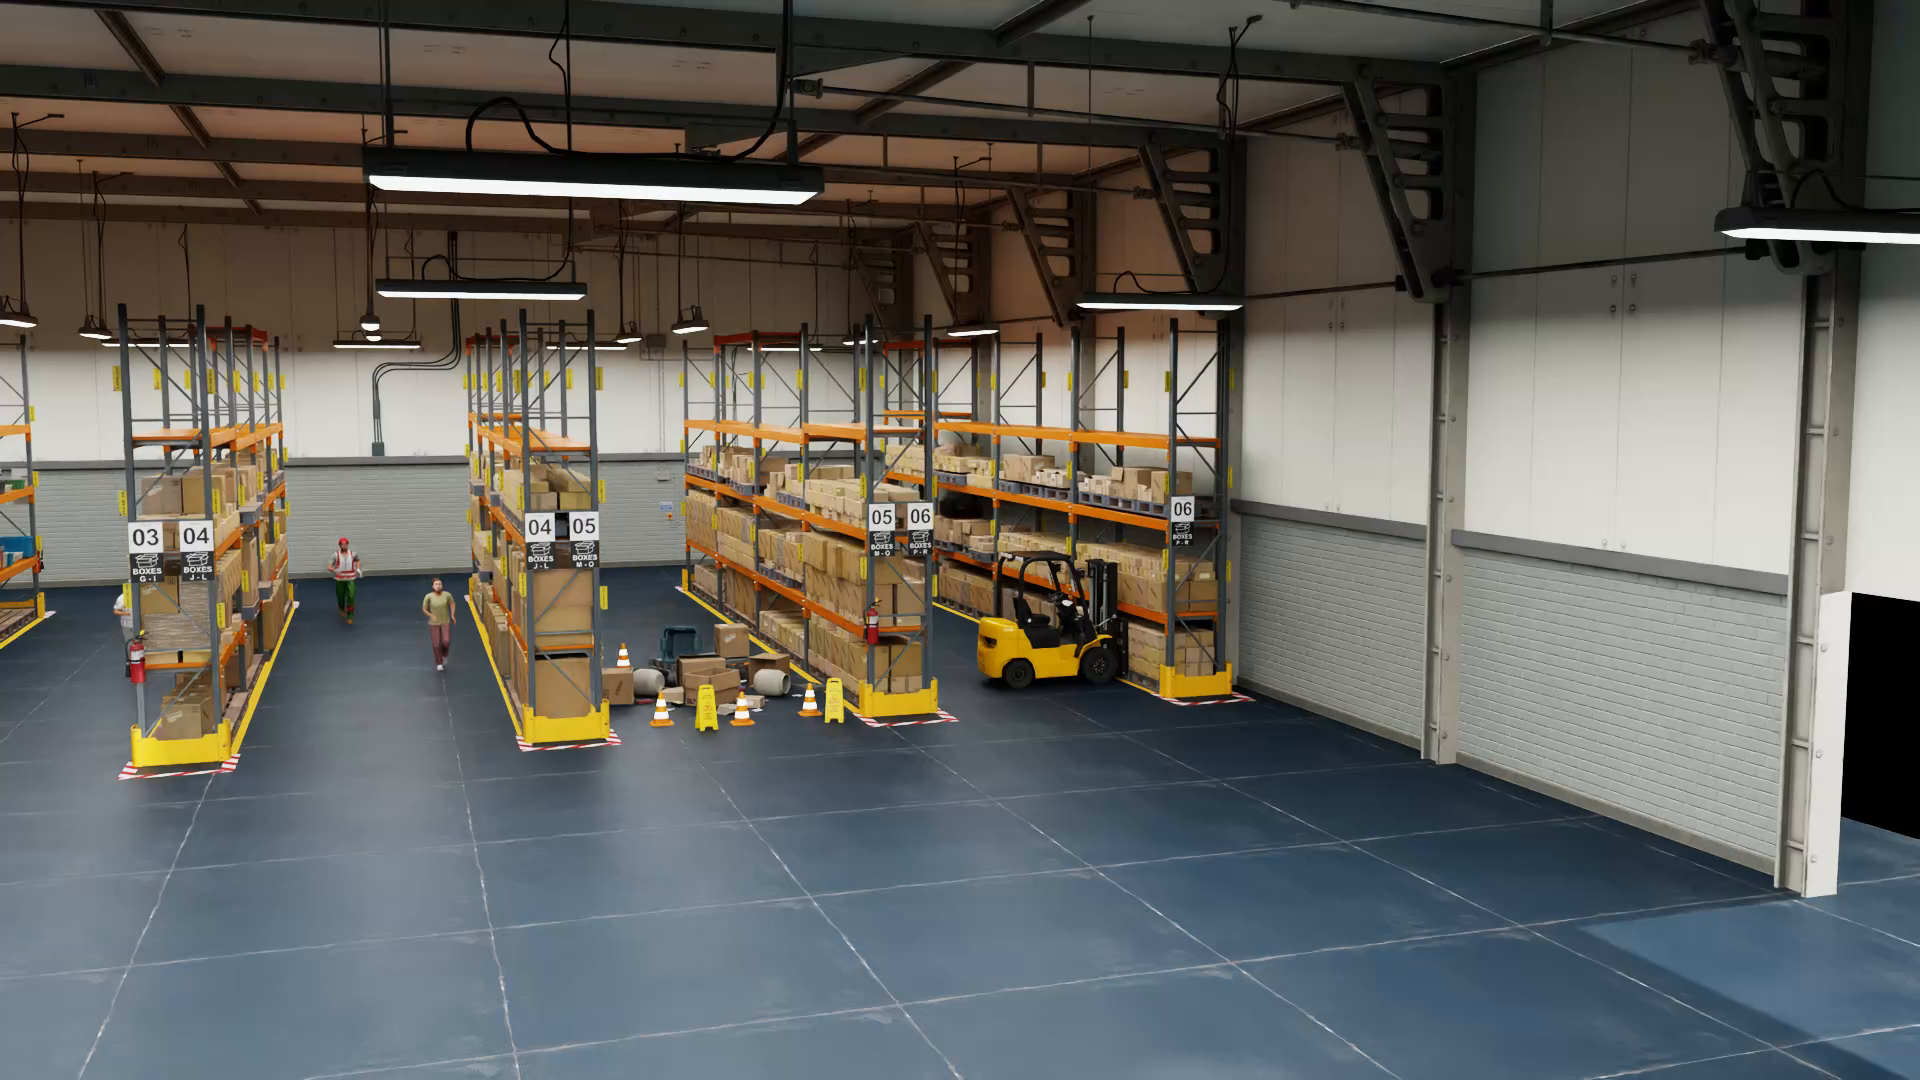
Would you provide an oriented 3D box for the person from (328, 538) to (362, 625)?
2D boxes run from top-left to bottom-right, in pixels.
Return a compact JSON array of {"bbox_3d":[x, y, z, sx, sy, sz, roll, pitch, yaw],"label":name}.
[{"bbox_3d":[-12.709,0.830,34.391,0.664,1.772,1.000,-3,6,-25],"label":"person"}]

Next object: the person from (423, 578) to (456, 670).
[{"bbox_3d":[-9.015,1.459,28.823,0.560,1.624,0.621,-2,6,-22],"label":"person"}]

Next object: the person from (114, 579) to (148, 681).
[{"bbox_3d":[-14.004,1.494,28.196,0.596,1.705,0.854,-3,6,-25],"label":"person"}]
